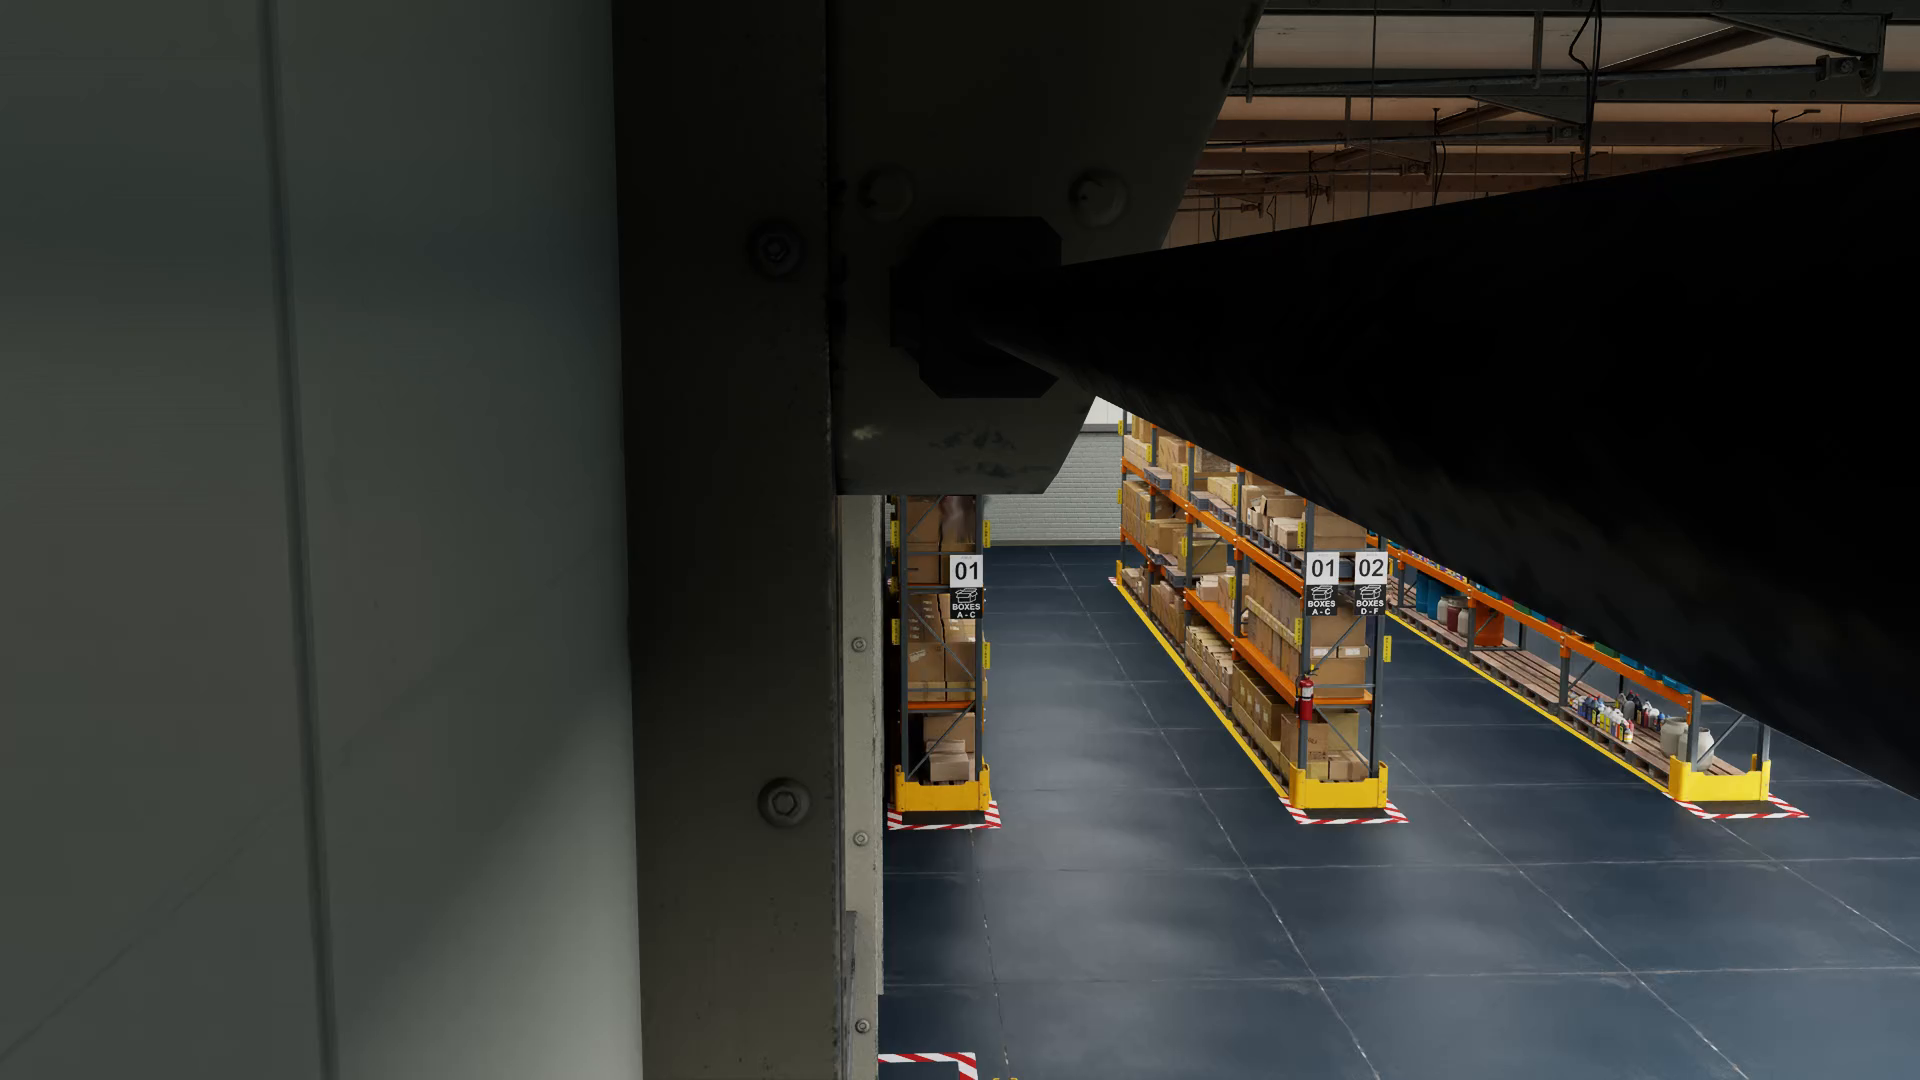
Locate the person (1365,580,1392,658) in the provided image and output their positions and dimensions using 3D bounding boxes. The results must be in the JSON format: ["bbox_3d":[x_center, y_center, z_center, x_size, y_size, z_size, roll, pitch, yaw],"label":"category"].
[{"bbox_3d":[7.273,1.251,29.124,0.581,1.634,0.670,-1,8,-7],"label":"person"}]
